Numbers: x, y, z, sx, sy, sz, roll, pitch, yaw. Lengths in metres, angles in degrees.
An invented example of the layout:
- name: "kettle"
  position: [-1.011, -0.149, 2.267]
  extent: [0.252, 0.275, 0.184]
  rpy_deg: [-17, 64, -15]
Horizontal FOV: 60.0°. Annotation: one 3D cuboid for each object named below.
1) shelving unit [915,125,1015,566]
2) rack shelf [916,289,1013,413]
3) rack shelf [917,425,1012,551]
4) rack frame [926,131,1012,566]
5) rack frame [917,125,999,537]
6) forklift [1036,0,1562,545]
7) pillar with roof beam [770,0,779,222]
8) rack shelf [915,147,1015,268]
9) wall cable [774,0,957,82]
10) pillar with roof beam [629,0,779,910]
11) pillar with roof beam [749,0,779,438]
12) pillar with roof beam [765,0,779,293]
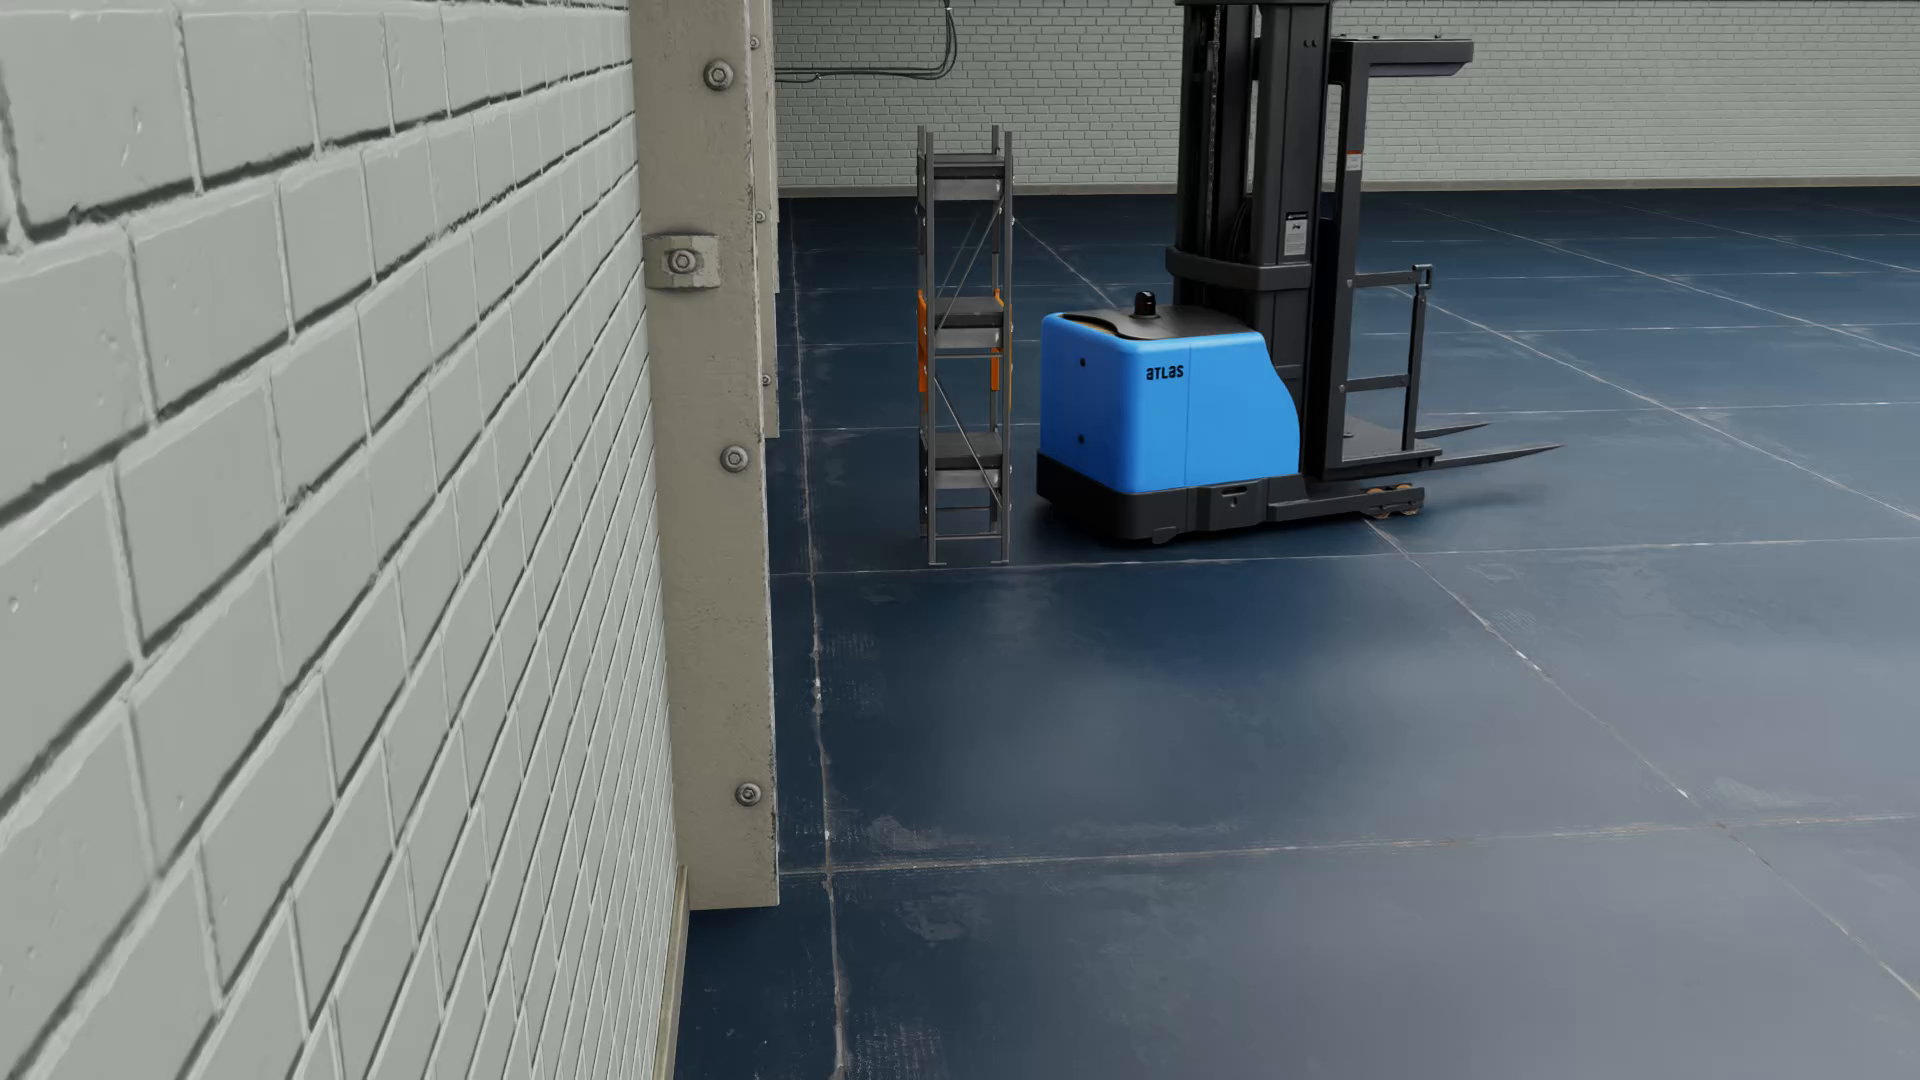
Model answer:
- name: "shelving unit"
  position: [0.017, -0.952, 8.205]
  extent: [0.431, 2.100, 0.503]
  rpy_deg: [-2, 18, -6]
- name: "rack shelf"
  position: [0.017, -0.939, 8.210]
  extent: [0.431, 0.518, 0.480]
  rpy_deg: [-2, 18, -6]
- name: "rack shelf"
  position: [0.017, -0.272, 8.419]
  extent: [0.431, 0.518, 0.480]
  rpy_deg: [-2, 18, -6]
- name: "rack frame"
  position: [0.042, -0.880, 7.974]
  extent: [0.400, 2.100, 0.015]
  rpy_deg: [-2, 18, -6]
- name: "rack frame"
  position: [-0.008, -1.025, 8.437]
  extent: [0.400, 2.100, 0.015]
  rpy_deg: [-2, 18, -6]
- name: "forklift"
  position: [1.990, -1.647, 9.030]
  extent: [3.031, 2.935, 1.130]
  rpy_deg: [-7, 19, -23]
- name: "pillar with roof beam"
  position: [1.696, -8.722, 21.435]
  extent: [9.100, 9.000, 0.400]
  rpy_deg: [-2, 18, -6]
- name: "rack shelf"
  position: [0.017, -1.607, 8.000]
  extent: [0.431, 0.518, 0.480]
  rpy_deg: [-2, 18, -6]
- name: "wall cable"
  position: [-1.575, -8.026, 24.402]
  extent: [3.097, 2.526, 0.112]
  rpy_deg: [-2, 18, -6]
- name: "pillar with roof beam"
  position: [3.552, -3.359, 4.353]
  extent: [9.100, 9.000, 0.400]
  rpy_deg: [-2, 18, -6]
- name: "pillar with roof beam"
  position: [2.934, -5.147, 10.047]
  extent: [9.100, 9.000, 0.400]
  rpy_deg: [-2, 18, -6]
- name: "pillar with roof beam"
  position: [2.315, -6.934, 15.741]
  extent: [9.100, 9.000, 0.400]
  rpy_deg: [-2, 18, -6]
